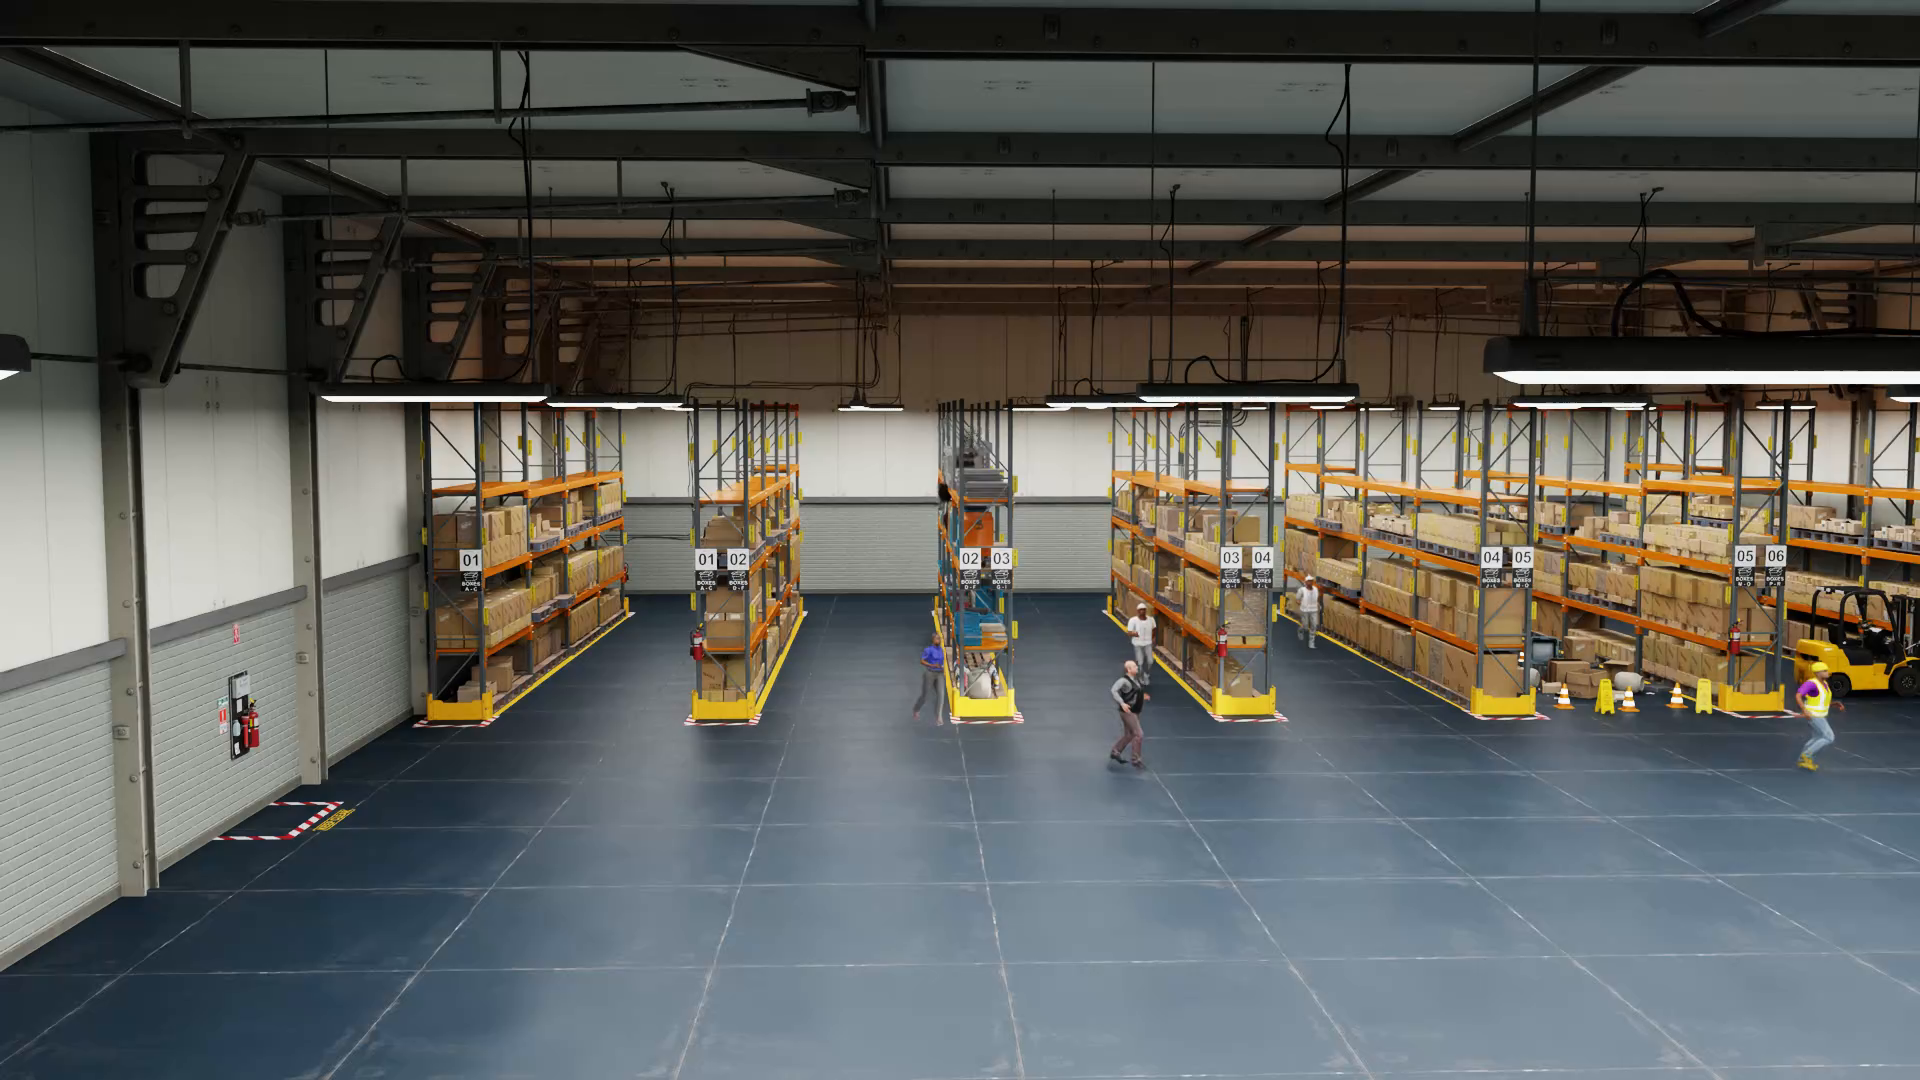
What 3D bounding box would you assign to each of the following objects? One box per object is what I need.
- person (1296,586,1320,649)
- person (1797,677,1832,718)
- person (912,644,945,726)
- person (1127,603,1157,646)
[{"bbox_3d":[8.539,1.889,40.725,0.655,1.492,0.878,-1,4,-8],"label":"person"},{"bbox_3d":[13.740,2.518,26.699,0.428,0.638,0.673,4,6,42],"label":"person"},{"bbox_3d":[-0.492,2.649,30.805,0.562,1.467,0.865,-3,5,-38],"label":"person"},{"bbox_3d":[3.848,1.770,34.825,0.680,0.882,0.626,0,4,-6],"label":"person"}]
